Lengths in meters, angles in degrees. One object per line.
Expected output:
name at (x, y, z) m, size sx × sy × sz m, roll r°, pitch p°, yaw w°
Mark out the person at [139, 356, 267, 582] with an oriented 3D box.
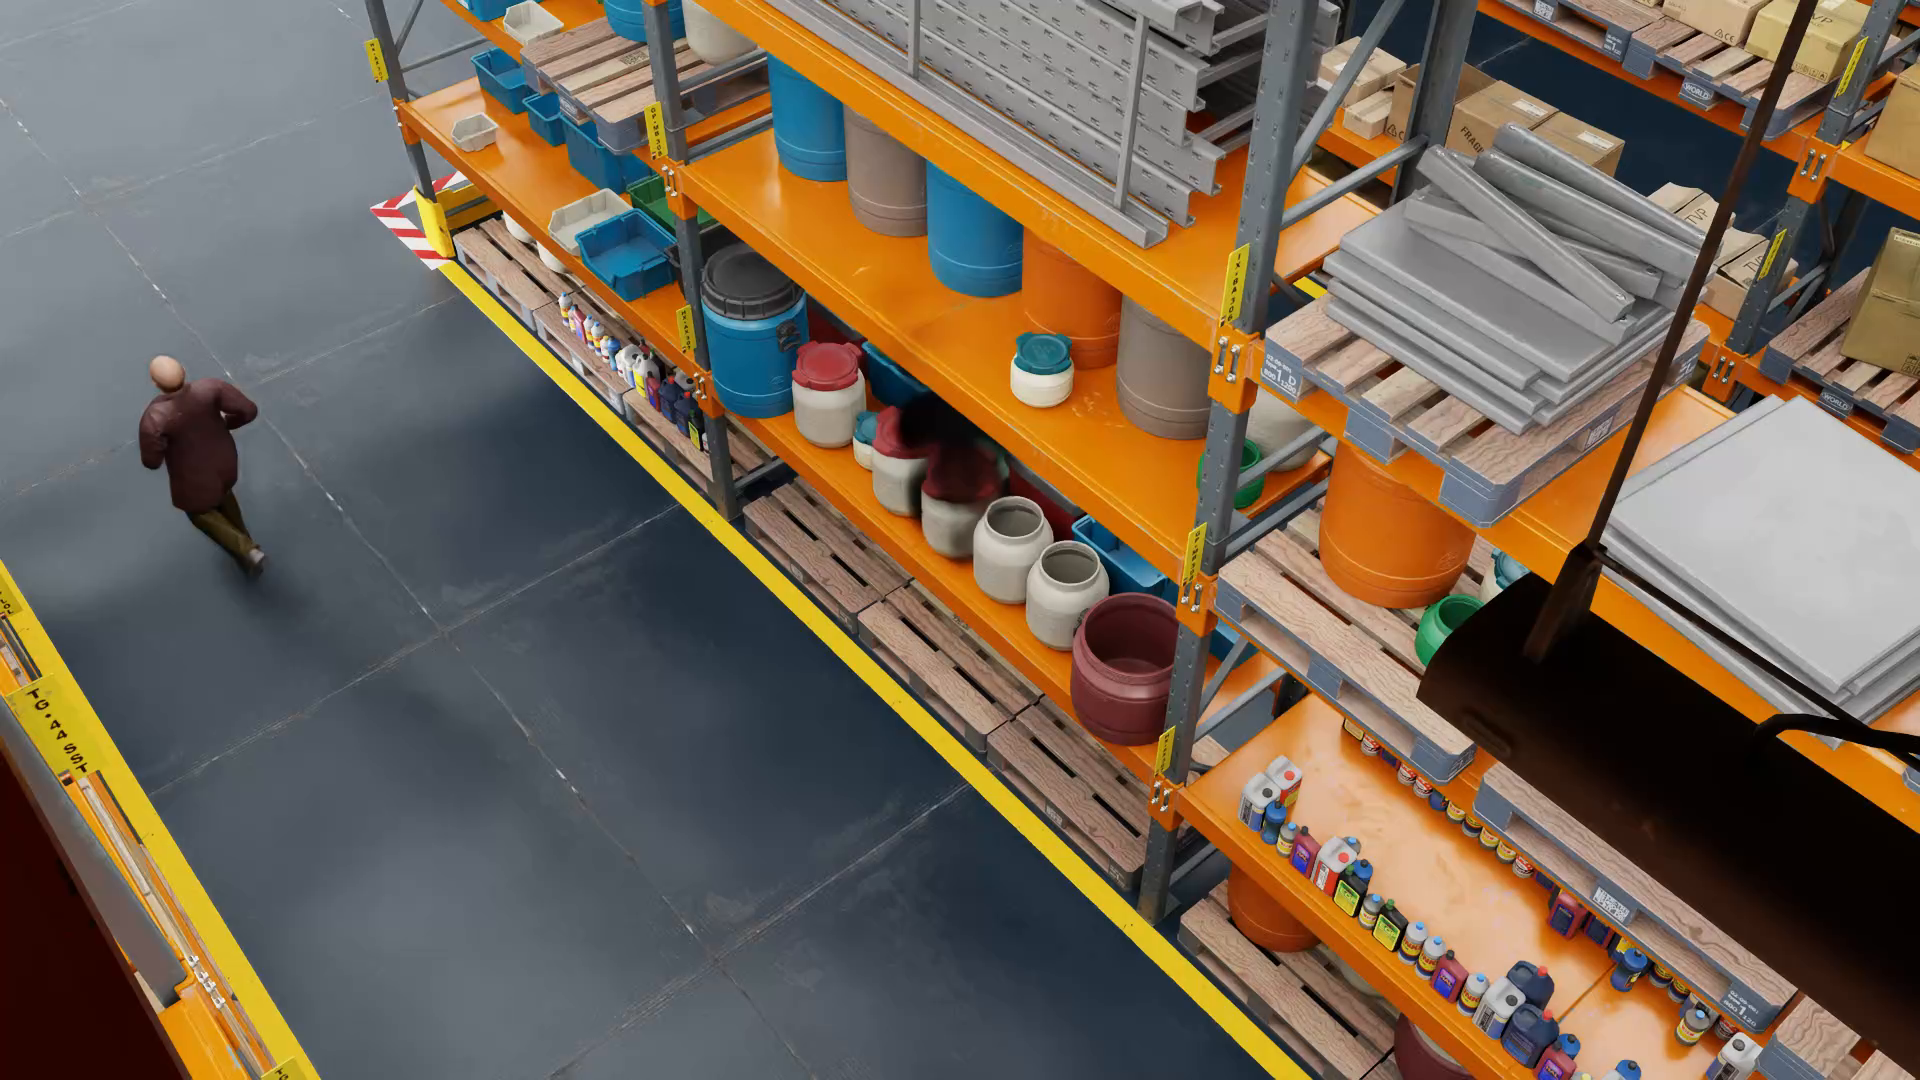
person at (-4.601, -0.462, 10.191) m, size 0.833 × 1.734 × 0.716 m, roll 31°, pitch 54°, yaw 26°
